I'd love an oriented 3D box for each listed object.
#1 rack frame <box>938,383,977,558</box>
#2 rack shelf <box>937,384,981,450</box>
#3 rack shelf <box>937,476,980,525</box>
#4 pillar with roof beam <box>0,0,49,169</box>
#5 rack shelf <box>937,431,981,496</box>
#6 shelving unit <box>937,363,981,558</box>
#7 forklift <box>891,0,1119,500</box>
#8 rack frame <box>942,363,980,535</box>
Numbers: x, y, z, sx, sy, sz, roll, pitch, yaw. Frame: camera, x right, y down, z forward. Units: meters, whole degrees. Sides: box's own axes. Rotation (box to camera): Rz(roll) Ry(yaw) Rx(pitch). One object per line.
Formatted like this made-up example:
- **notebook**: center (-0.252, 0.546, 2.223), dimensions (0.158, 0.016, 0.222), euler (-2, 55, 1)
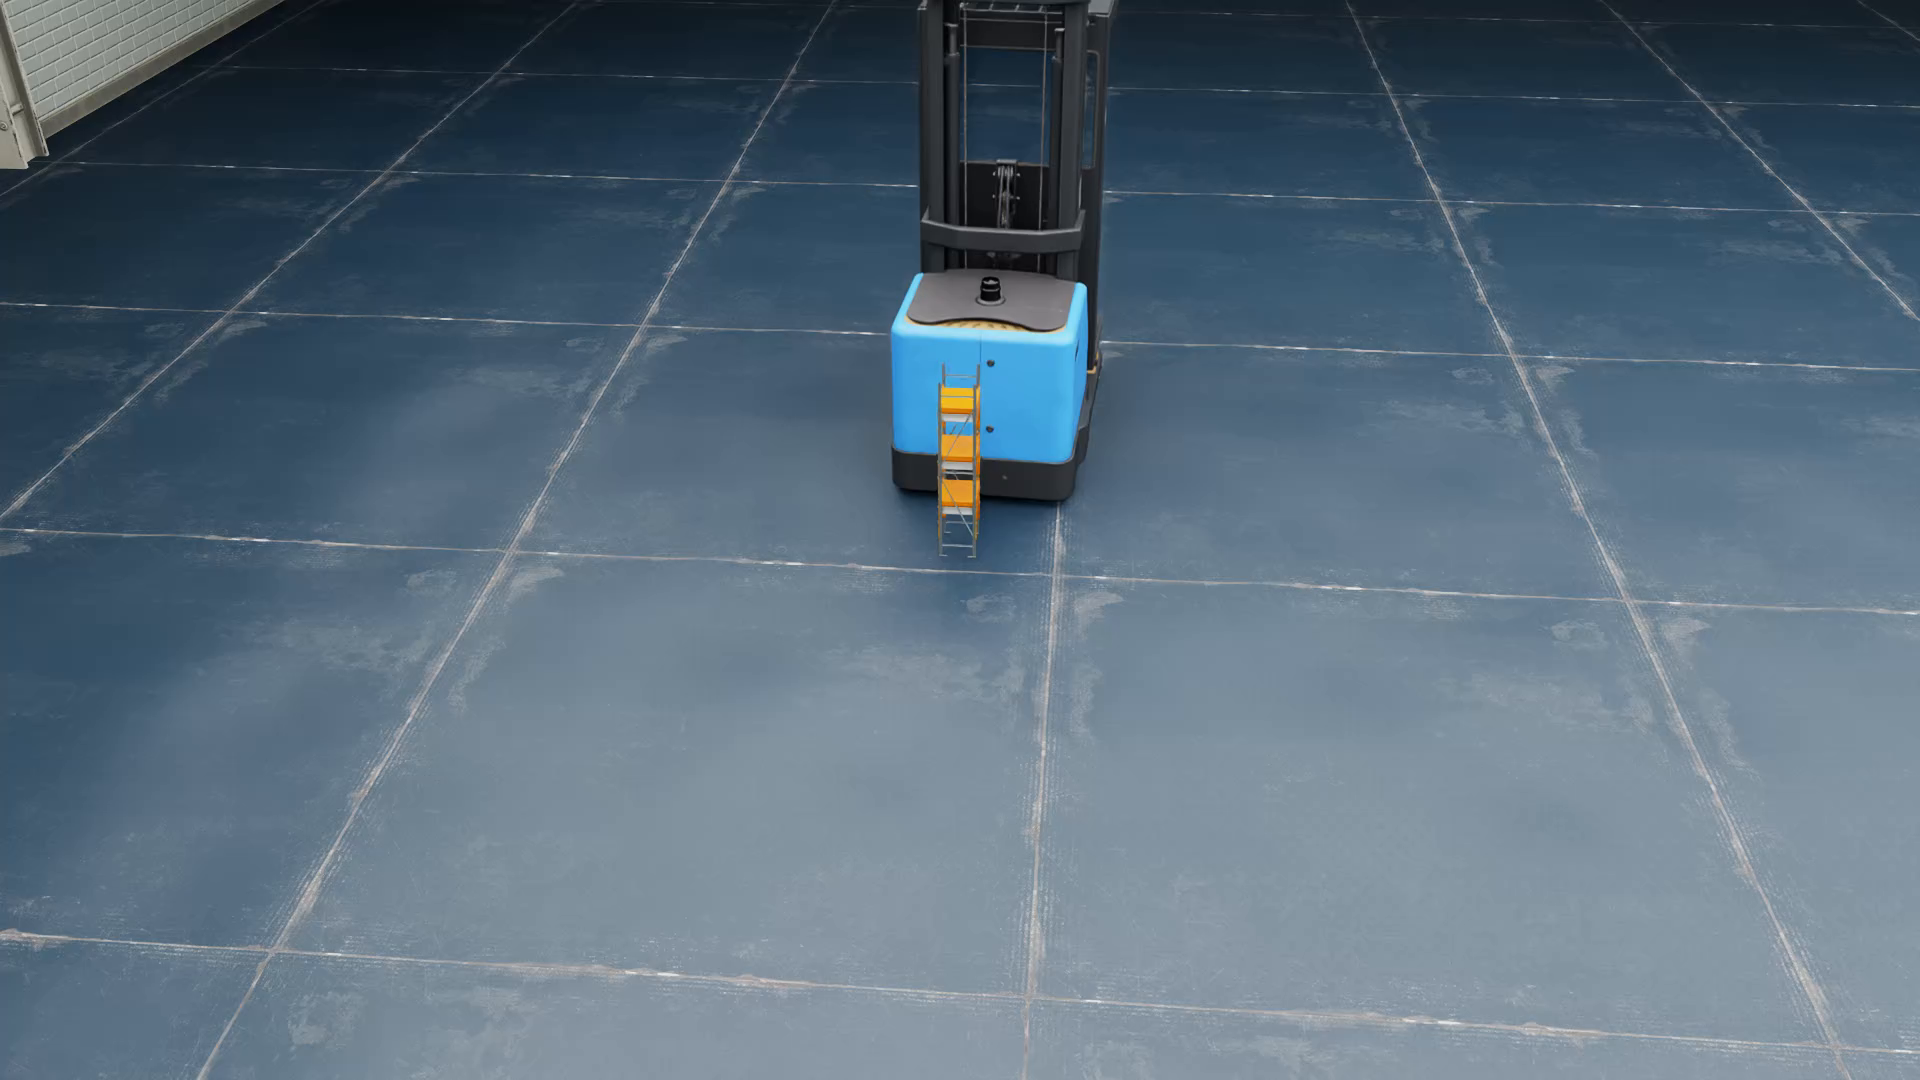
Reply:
- **rack frame**: center (-0.014, -0.355, 8.826), dimensions (0.200, 1.050, 0.008), euler (2, 32, 4)
- **rack shelf**: center (-0.004, -0.652, 8.786), dimensions (0.215, 0.259, 0.240), euler (2, 32, 4)
- **rack shelf**: center (-0.004, -0.173, 9.081), dimensions (0.215, 0.259, 0.240), euler (2, 32, 4)
- **pillar with roof beam**: center (-3.998, -6.991, 12.017), dimensions (9.100, 9.000, 0.400), euler (2, 32, 4)
- **rack shelf**: center (-0.004, -0.410, 8.935), dimensions (0.215, 0.259, 0.240), euler (2, 32, 4)
- **shelving unit**: center (-0.004, -0.419, 8.929), dimensions (0.215, 1.050, 0.252), euler (2, 32, 4)
- **forklift**: center (0.340, -2.232, 10.077), dimensions (1.130, 2.935, 3.031), euler (5, 32, 7)
- **rack frame**: center (0.006, -0.483, 9.033), dimensions (0.200, 1.050, 0.008), euler (2, 32, 4)
